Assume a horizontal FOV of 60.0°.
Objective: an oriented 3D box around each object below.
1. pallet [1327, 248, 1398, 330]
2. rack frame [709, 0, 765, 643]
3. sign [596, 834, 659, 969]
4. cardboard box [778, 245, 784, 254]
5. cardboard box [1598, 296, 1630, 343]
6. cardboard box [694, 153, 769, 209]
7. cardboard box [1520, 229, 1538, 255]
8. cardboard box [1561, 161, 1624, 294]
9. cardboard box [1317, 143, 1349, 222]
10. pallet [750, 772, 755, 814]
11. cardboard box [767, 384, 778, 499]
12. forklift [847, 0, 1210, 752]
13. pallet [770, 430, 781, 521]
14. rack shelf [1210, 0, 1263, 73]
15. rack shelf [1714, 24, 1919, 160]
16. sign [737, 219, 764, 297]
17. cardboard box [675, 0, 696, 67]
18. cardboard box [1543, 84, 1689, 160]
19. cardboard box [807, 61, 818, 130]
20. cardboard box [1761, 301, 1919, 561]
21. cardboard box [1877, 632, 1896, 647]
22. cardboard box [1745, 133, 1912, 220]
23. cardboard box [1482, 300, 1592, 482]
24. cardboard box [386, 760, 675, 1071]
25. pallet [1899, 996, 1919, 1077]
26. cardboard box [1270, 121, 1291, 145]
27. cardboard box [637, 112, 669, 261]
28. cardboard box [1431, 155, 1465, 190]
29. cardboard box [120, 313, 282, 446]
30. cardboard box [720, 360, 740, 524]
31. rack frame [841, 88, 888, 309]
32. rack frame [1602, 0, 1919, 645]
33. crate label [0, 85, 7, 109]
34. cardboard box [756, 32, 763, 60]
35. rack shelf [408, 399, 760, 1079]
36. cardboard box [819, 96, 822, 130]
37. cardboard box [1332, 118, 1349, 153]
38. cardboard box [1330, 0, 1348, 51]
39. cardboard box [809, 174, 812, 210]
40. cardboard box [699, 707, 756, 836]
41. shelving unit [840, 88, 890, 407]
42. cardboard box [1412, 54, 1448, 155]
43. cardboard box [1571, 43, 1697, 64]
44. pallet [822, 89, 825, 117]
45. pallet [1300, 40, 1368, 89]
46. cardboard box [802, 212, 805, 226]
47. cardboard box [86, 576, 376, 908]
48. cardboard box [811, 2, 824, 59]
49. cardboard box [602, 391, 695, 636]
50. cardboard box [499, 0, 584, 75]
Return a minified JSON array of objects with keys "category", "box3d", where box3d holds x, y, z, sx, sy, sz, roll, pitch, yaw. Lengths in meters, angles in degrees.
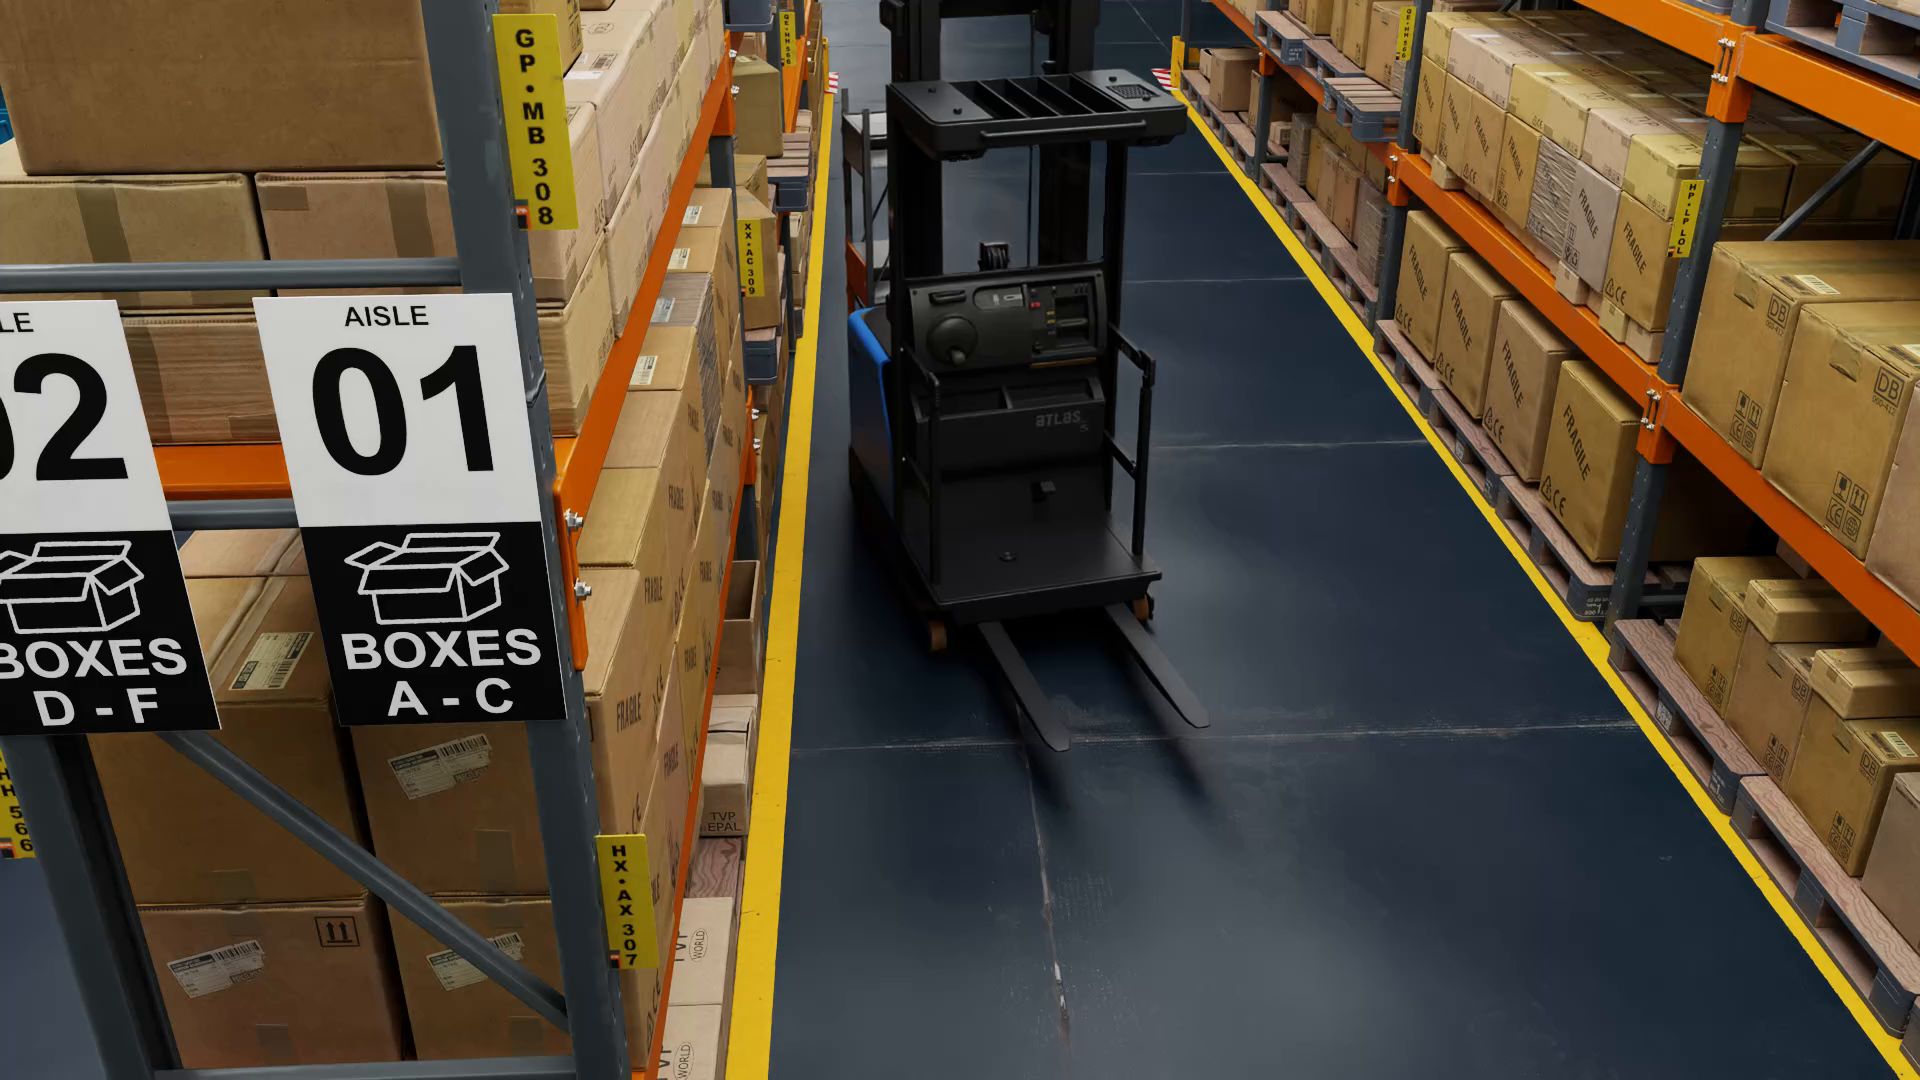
[{"category":"pallet","box3d":[3.302,-1.840,12.049,1.003,0.211,1.213,-1,28,-3]},{"category":"rack frame","box3d":[-1.397,-0.747,6.938,1.000,3.000,0.127,-1,28,-3]},{"category":"sign","box3d":[-0.646,0.704,3.221,0.100,0.325,0.005,-1,28,-3]},{"category":"cardboard box","box3d":[-1.315,-1.561,9.915,0.500,0.250,0.500,0,28,-1]},{"category":"cardboard box","box3d":[3.213,-1.031,7.732,0.380,0.149,0.250,-1,28,-2]},{"category":"cardboard box","box3d":[-1.297,-1.517,7.853,0.700,0.500,0.500,3,28,5]},{"category":"cardboard box","box3d":[3.225,-1.625,8.873,0.380,0.149,0.250,-1,28,-1]},{"category":"cardboard box","box3d":[3.238,-1.495,7.922,0.500,0.500,0.500,-1,28,-2]},{"category":"cardboard box","box3d":[3.251,-2.836,13.170,0.700,0.500,0.500,-1,28,-2]},{"category":"pallet","box3d":[-1.362,0.807,6.974,1.003,0.211,1.213,-1,28,-3]},{"category":"cardboard box","box3d":[-1.236,-0.540,8.768,0.500,0.500,0.500,-1,28,-2]},{"category":"forklift","box3d":[0.287,-0.972,7.445,1.130,2.935,3.031,-8,28,-14]},{"category":"pallet","box3d":[-1.544,-0.450,9.384,1.003,0.211,1.213,-1,28,-3]},{"category":"rack shelf","box3d":[3.028,-5.167,16.191,1.077,0.370,4.000,-1,28,-3]},{"category":"rack shelf","box3d":[3.654,-0.955,4.872,1.077,0.370,4.000,-1,28,-3]},{"category":"sign","box3d":[-0.855,-1.147,6.769,0.100,0.325,0.005,-1,28,-3]},{"category":"cardboard box","box3d":[-1.054,-1.552,4.859,0.500,0.250,0.500,-1,28,-3]},{"category":"cardboard box","box3d":[3.226,-2.067,8.207,0.500,0.250,0.500,-1,28,-2]},{"category":"cardboard box","box3d":[-1.526,-3.962,14.812,0.500,0.500,0.500,-1,28,-3]},{"category":"cardboard box","box3d":[3.595,-0.413,5.973,0.980,0.700,0.700,-2,28,-4]},{"category":"cardboard box","box3d":[3.721,0.408,6.272,0.380,0.149,0.250,-2,28,-4]},{"category":"cardboard box","box3d":[3.786,-1.604,7.320,0.500,0.250,0.500,-1,28,-1]},{"category":"cardboard box","box3d":[3.337,-0.808,8.927,0.750,0.750,0.750,-1,28,-1]},{"category":"cardboard box","box3d":[-0.948,0.845,3.778,0.500,0.500,0.500,-1,28,-2]},{"category":"pallet","box3d":[3.639,1.848,4.978,1.003,0.211,1.213,-1,28,-3]},{"category":"cardboard box","box3d":[3.074,-3.748,15.280,0.380,0.166,0.250,-5,28,-9]},{"category":"cardboard box","box3d":[-1.002,-0.868,4.090,0.500,0.250,0.500,-1,28,-3]},{"category":"cardboard box","box3d":[3.061,-2.214,10.001,0.380,0.149,0.250,-1,28,-1]},{"category":"cardboard box","box3d":[-1.478,-0.394,3.180,0.500,0.250,0.500,-1,28,-3]},{"category":"cardboard box","box3d":[-1.086,-0.328,6.027,0.500,0.500,0.500,-1,28,-1]},{"category":"rack frame","box3d":[-0.434,-1.482,9.320,0.400,2.100,0.015,-8,28,-14]},{"category":"rack frame","box3d":[3.550,-0.868,7.170,1.000,3.000,0.127,-1,28,-3]},{"category":"crate label","box3d":[-6.334,-2.957,11.138,0.502,0.435,0.616,-1,28,-3]},{"category":"cardboard box","box3d":[-1.737,-3.656,12.407,0.500,0.500,0.500,-1,28,-3]},{"category":"rack shelf","box3d":[-1.292,0.496,5.333,1.077,0.370,4.000,-1,28,-3]},{"category":"cardboard box","box3d":[-1.578,-4.092,15.871,0.500,0.250,0.500,-1,28,-3]},{"category":"cardboard box","box3d":[3.245,-3.199,13.056,0.500,0.250,0.500,-2,28,-4]},{"category":"cardboard box","box3d":[3.212,-4.004,12.600,0.700,0.500,0.500,2,28,4]},{"category":"cardboard box","box3d":[-1.452,-2.754,13.305,0.500,0.250,0.500,-1,28,-2]},{"category":"cardboard box","box3d":[-1.045,0.853,6.302,0.500,0.311,0.500,-1,28,-3]},{"category":"shelving unit","box3d":[-0.367,-1.373,9.112,0.431,2.100,0.503,-8,28,-14]},{"category":"cardboard box","box3d":[3.111,-2.670,10.174,0.500,0.500,0.500,-1,28,-1]},{"category":"cardboard box","box3d":[3.671,-2.553,9.140,0.500,0.250,0.500,-2,28,-4]},{"category":"pallet","box3d":[-1.942,-4.700,17.533,1.003,0.211,1.213,-1,28,-3]},{"category":"pallet","box3d":[3.197,-3.543,12.507,1.003,0.211,1.213,-1,28,-3]},{"category":"cardboard box","box3d":[-1.400,-2.536,12.282,0.500,0.311,0.500,-2,28,-4]},{"category":"cardboard box","box3d":[-1.486,0.414,3.523,0.500,0.500,0.500,-2,28,-3]},{"category":"cardboard box","box3d":[-1.698,-5.347,17.467,0.500,0.500,0.500,-1,28,-3]},{"category":"cardboard box","box3d":[-1.004,-0.071,4.452,0.500,0.500,0.500,-1,28,-2]},{"category":"cardboard box","box3d":[-1.173,-1.187,3.349,0.700,0.500,0.500,-1,28,-3]}]
